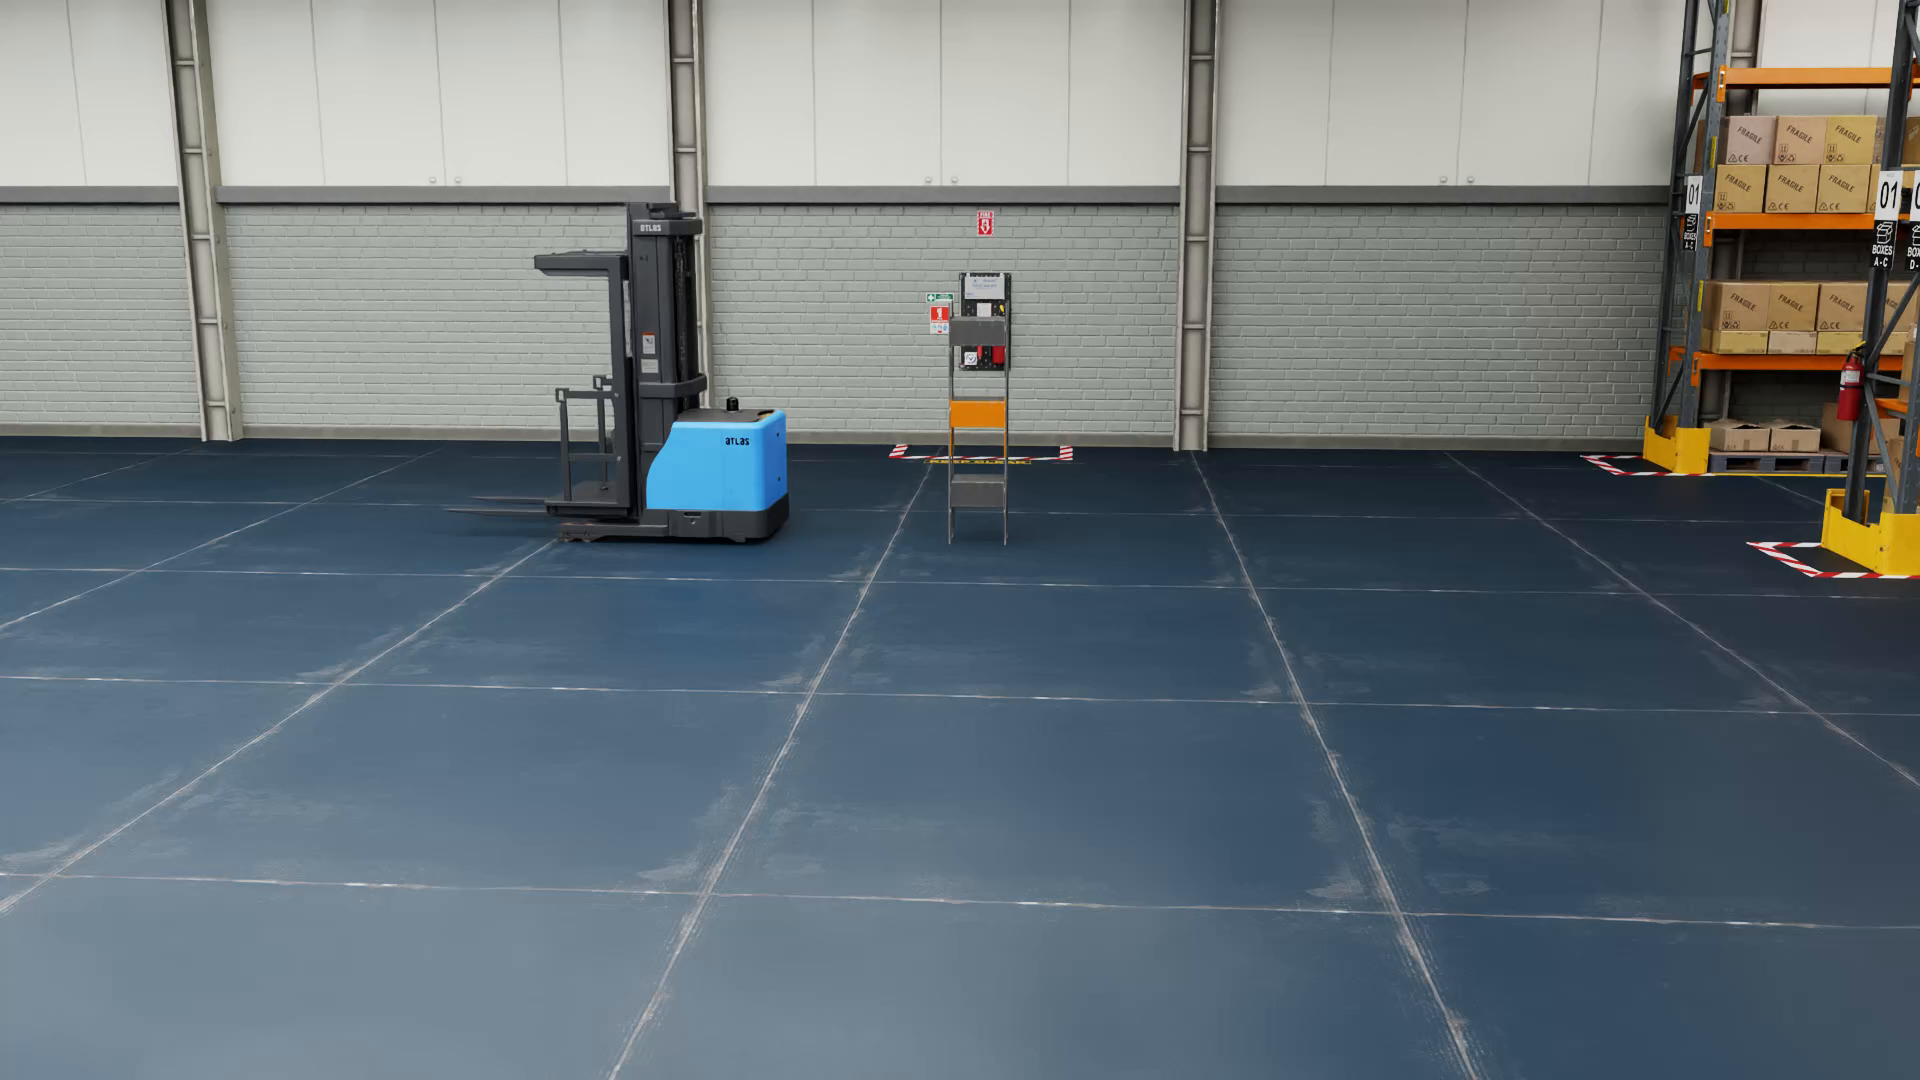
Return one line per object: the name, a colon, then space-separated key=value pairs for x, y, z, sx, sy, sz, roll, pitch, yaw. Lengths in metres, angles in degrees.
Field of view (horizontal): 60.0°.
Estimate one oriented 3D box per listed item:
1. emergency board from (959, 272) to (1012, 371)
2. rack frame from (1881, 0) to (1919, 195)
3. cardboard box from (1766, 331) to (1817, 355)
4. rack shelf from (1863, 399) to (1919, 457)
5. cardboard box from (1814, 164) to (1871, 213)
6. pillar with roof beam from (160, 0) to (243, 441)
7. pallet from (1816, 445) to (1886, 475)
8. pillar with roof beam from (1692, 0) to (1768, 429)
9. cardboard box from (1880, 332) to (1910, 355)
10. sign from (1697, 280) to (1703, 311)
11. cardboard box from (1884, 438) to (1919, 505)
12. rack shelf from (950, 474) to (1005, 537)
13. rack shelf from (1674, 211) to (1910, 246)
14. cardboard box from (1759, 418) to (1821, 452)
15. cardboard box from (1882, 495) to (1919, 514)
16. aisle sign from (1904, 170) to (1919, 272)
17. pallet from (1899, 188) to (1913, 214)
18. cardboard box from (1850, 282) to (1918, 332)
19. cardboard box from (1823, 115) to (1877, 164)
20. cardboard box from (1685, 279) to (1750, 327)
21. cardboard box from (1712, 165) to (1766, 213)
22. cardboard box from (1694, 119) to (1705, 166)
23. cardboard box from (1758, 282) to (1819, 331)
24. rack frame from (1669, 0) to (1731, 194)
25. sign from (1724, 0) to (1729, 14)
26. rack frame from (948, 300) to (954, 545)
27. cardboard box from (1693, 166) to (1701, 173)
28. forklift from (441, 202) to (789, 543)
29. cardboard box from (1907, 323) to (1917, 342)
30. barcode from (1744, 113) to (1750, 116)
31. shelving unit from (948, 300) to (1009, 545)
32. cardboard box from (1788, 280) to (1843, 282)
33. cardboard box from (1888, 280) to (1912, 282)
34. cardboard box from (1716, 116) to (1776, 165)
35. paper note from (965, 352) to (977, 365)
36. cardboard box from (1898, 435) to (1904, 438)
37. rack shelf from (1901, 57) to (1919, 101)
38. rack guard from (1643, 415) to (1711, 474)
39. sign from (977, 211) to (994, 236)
emergency board: x=0.302 y=-2.604 z=19.892 sx=0.643 sy=1.169 sz=0.194 roll=1 pitch=12 yaw=4
rack frame: x=7.668 y=-4.238 z=13.049 sx=0.127 sy=3.000 sz=1.000 roll=1 pitch=12 yaw=4
cardboard box: x=8.980 y=-2.174 z=18.152 sx=0.500 sy=0.250 sz=0.500 roll=0 pitch=12 yaw=2
rack shelf: x=9.663 y=-0.922 z=13.606 sx=4.000 sy=0.370 sz=1.077 roll=1 pitch=12 yaw=4
cardboard box: x=9.364 y=-3.764 z=17.816 sx=0.500 sy=0.500 sz=0.500 roll=1 pitch=12 yaw=6
pillar with roof beam: x=-9.496 y=-4.784 z=15.659 sx=0.400 sy=9.000 sz=9.100 roll=1 pitch=12 yaw=4
pallet: x=10.093 y=-0.912 z=18.612 sx=1.213 sy=0.211 sz=1.003 roll=1 pitch=12 yaw=4
pillar with roof beam: x=8.464 y=-4.537 z=14.482 sx=0.400 sy=9.000 sz=9.100 roll=1 pitch=12 yaw=4
cardboard box: x=9.992 y=-2.158 z=18.078 sx=0.500 sy=0.250 sz=0.500 roll=1 pitch=12 yaw=4
sign: x=7.959 y=-2.626 z=17.883 sx=0.005 sy=0.325 sz=0.100 roll=1 pitch=12 yaw=4
cardboard box: x=8.223 y=-0.582 z=14.080 sx=0.500 sy=0.500 sz=0.500 roll=1 pitch=12 yaw=4
rack shelf: x=0.165 y=-0.327 z=14.688 sx=0.480 sy=0.518 sz=0.431 roll=1 pitch=12 yaw=4
rack shelf: x=9.991 y=-3.402 z=18.137 sx=4.000 sy=0.370 sz=1.077 roll=1 pitch=12 yaw=4
cardboard box: x=9.248 y=-1.177 z=18.561 sx=0.500 sy=0.311 sz=0.500 roll=2 pitch=12 yaw=8
cardboard box: x=8.223 y=-0.214 z=14.155 sx=0.500 sy=0.250 sz=0.500 roll=1 pitch=12 yaw=4
aisle sign: x=7.582 y=-2.512 z=13.102 sx=0.004 sy=0.787 sz=0.394 roll=1 pitch=12 yaw=4
pallet: x=8.372 y=-2.711 z=13.293 sx=1.213 sy=0.211 sz=1.003 roll=1 pitch=12 yaw=4
cardboard box: x=9.975 y=-2.527 z=18.009 sx=0.500 sy=0.500 sz=0.500 roll=1 pitch=12 yaw=6
cardboard box: x=9.372 y=-4.253 z=17.712 sx=0.500 sy=0.500 sz=0.500 roll=1 pitch=12 yaw=5
cardboard box: x=8.480 y=-2.654 z=18.614 sx=0.500 sy=0.500 sz=0.500 roll=1 pitch=12 yaw=3
cardboard box: x=8.312 y=-3.785 z=17.916 sx=0.500 sy=0.500 sz=0.500 roll=1 pitch=12 yaw=5
cardboard box: x=8.443 y=-4.377 z=18.307 sx=0.500 sy=0.500 sz=0.500 roll=1 pitch=12 yaw=6
cardboard box: x=8.944 y=-2.540 z=18.071 sx=0.500 sy=0.500 sz=0.500 roll=1 pitch=12 yaw=4
rack frame: x=7.995 y=-5.250 z=17.887 sx=0.127 sy=3.000 sz=1.000 roll=1 pitch=12 yaw=4
sign: x=7.959 y=-5.635 z=17.253 sx=0.005 sy=0.325 sz=0.100 roll=1 pitch=12 yaw=4
rack frame: x=-0.078 y=-1.029 z=14.558 sx=0.015 sy=2.100 sz=0.400 roll=1 pitch=12 yaw=4
cardboard box: x=8.428 y=-3.886 z=18.402 sx=0.500 sy=0.500 sz=0.500 roll=2 pitch=12 yaw=8
forklift: x=-3.136 y=-1.521 z=14.879 sx=3.031 sy=2.935 sz=1.130 roll=1 pitch=12 yaw=6
cardboard box: x=8.062 y=-1.701 z=13.748 sx=0.250 sy=0.149 sz=0.380 roll=1 pitch=12 yaw=3
barcode: x=8.737 y=-4.706 z=18.462 sx=0.075 sy=0.075 sz=0.001 roll=1 pitch=12 yaw=4
shelving unit: x=0.165 y=-1.025 z=14.542 sx=0.503 sy=2.100 sz=0.431 roll=1 pitch=12 yaw=4
cardboard box: x=9.497 y=-2.639 z=18.542 sx=0.500 sy=0.500 sz=0.500 roll=0 pitch=12 yaw=2
cardboard box: x=10.518 y=-2.627 z=18.486 sx=0.500 sy=0.500 sz=0.500 roll=1 pitch=12 yaw=5
cardboard box: x=8.363 y=-4.275 z=17.817 sx=0.500 sy=0.500 sz=0.500 roll=0 pitch=12 yaw=0
paper note: x=0.130 y=-2.190 z=20.061 sx=0.142 sy=0.148 sz=0.016 roll=1 pitch=12 yaw=4
cardboard box: x=10.392 y=-1.105 z=18.611 sx=0.250 sy=0.149 sz=0.380 roll=0 pitch=12 yaw=-1
rack shelf: x=9.663 y=-3.663 z=13.033 sx=4.000 sy=0.370 sz=1.077 roll=1 pitch=12 yaw=4
rack guard: x=8.071 y=-1.089 z=18.752 sx=0.348 sy=0.500 sz=1.175 roll=1 pitch=12 yaw=4
sign: x=0.300 y=-3.759 z=19.752 sx=0.199 sy=0.298 sz=0.001 roll=1 pitch=12 yaw=4
